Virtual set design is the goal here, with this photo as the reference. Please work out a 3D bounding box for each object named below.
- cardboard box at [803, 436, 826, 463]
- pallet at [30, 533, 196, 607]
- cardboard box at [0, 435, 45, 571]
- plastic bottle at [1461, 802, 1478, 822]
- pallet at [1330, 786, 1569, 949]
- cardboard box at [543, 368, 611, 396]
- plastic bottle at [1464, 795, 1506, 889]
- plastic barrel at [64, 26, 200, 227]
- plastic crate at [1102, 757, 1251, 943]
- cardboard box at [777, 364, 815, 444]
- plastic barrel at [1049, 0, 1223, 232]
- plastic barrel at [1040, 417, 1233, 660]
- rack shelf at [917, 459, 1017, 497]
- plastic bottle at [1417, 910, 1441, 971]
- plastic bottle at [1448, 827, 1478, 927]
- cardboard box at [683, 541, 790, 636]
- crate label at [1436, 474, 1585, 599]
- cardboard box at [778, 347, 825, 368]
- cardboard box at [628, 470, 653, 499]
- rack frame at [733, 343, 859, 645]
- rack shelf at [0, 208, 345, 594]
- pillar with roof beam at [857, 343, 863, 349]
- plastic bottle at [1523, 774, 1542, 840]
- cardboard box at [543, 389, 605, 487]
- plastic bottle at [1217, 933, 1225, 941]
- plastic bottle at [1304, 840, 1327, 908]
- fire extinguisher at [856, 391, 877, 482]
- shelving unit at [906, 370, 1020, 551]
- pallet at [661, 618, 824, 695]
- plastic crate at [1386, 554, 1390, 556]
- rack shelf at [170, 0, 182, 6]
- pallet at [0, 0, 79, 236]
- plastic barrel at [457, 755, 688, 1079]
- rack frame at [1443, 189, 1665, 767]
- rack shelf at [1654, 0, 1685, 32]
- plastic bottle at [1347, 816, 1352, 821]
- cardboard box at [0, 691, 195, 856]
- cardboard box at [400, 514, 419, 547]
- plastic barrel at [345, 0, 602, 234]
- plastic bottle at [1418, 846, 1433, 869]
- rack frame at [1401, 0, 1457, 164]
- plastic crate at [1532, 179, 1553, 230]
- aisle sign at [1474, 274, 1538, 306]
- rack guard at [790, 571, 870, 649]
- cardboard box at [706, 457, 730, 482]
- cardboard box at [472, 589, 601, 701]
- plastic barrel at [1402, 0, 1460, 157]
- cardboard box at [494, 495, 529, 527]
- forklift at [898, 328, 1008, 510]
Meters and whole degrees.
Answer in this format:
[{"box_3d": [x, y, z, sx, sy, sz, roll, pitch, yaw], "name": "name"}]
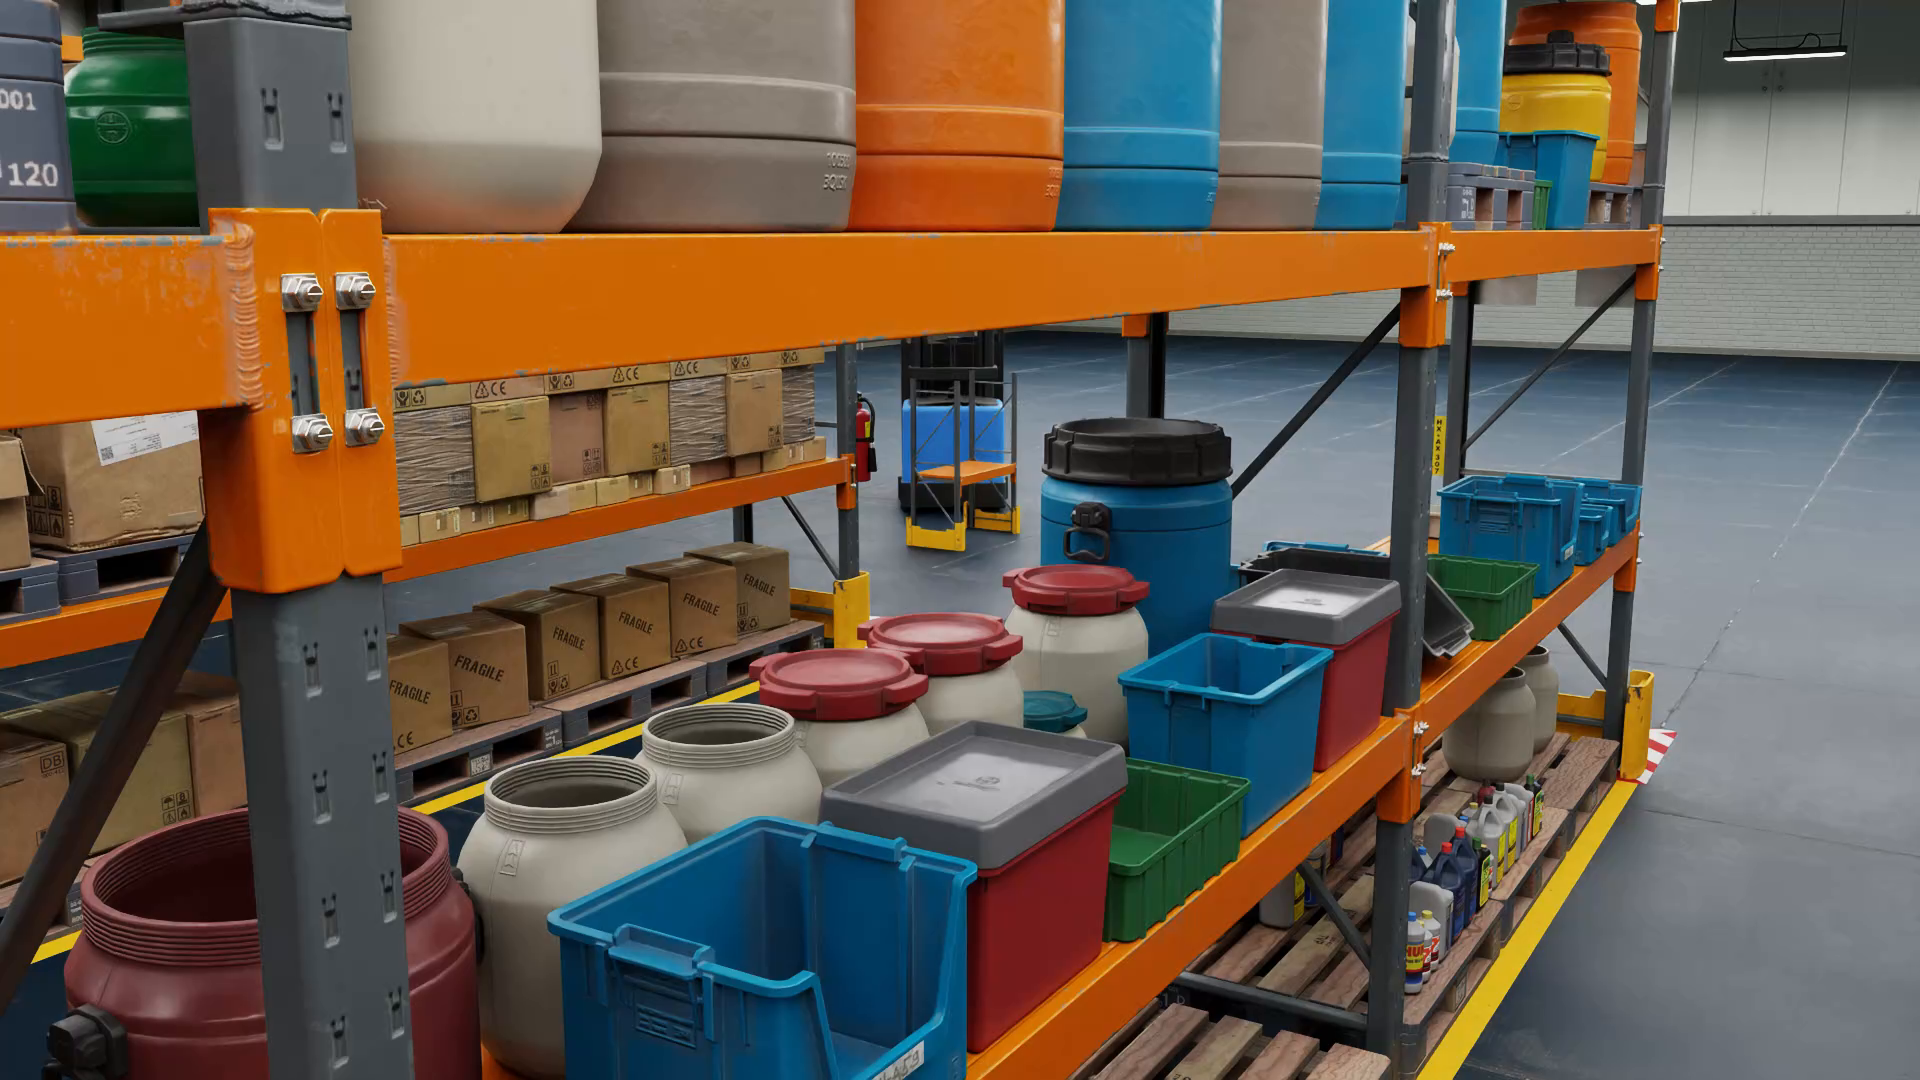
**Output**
[{"box_3d": [-1.115, -0.613, 11.055, 0.380, 0.149, 0.250, 6, 12, 31], "name": "cardboard box"}, {"box_3d": [-3.741, 0.029, 7.466, 1.003, 0.211, 1.213, 6, 12, 31], "name": "pallet"}, {"box_3d": [-4.041, -0.148, 6.465, 0.797, 0.503, 0.637, 8, 13, 36], "name": "cardboard box"}, {"box_3d": [2.168, 1.212, 7.033, 0.097, 0.201, 0.097, 0, 11, 0], "name": "plastic bottle"}, {"box_3d": [2.030, 1.378, 7.317, 1.003, 0.211, 1.213, 6, 12, 31], "name": "pallet"}, {"box_3d": [-2.251, -1.063, 8.977, 0.500, 0.500, 0.500, 6, 12, 31], "name": "cardboard box"}, {"box_3d": [2.106, 1.203, 6.674, 0.144, 0.351, 0.185, 6, 12, 30], "name": "plastic bottle"}, {"box_3d": [-0.979, -0.511, 2.100, 0.294, 0.245, 0.294, 0, 11, 0], "name": "plastic barrel"}, {"box_3d": [0.350, 0.706, 3.901, 0.450, 0.188, 0.662, 6, 12, 31], "name": "plastic crate"}, {"box_3d": [-1.452, -0.912, 10.892, 0.875, 0.500, 0.500, 6, 12, 31], "name": "cardboard box"}, {"box_3d": [0.255, -1.113, 3.530, 0.600, 0.901, 0.708, 6, 12, 31], "name": "plastic barrel"}, {"box_3d": [0.554, 0.087, 5.273, 0.600, 0.901, 0.708, 6, 12, 31], "name": "plastic barrel"}, {"box_3d": [0.044, -0.574, 15.217, 0.538, 0.185, 1.000, 6, 12, 31], "name": "rack shelf"}, {"box_3d": [1.659, 1.420, 5.921, 0.097, 0.201, 0.097, 0, 11, 0], "name": "plastic bottle"}, {"box_3d": [1.885, 1.270, 6.317, 0.144, 0.351, 0.185, 6, 12, 28], "name": "plastic bottle"}, {"box_3d": [-1.482, 0.318, 11.052, 0.500, 0.500, 0.500, 9, 14, 41], "name": "cardboard box"}, {"box_3d": [2.365, -0.030, 7.162, 0.502, 0.435, 0.616, 6, 12, 31], "name": "crate label"}, {"box_3d": [-1.218, -1.378, 10.660, 0.500, 0.500, 0.500, 6, 12, 31], "name": "cardboard box"}, {"box_3d": [-1.993, -0.334, 9.567, 0.380, 0.149, 0.250, 6, 12, 31], "name": "cardboard box"}, {"box_3d": [-1.143, -0.801, 11.377, 1.000, 3.000, 0.127, 6, 12, 31], "name": "rack frame"}, {"box_3d": [-2.102, 0.124, 0.239, 1.077, 0.370, 4.000, 6, 12, 31], "name": "rack shelf"}, {"box_3d": [1.151, -8.510, 36.252, 9.100, 9.000, 0.548, 6, 12, 31], "name": "pillar with roof beam"}, {"box_3d": [2.466, 1.142, 7.185, 0.061, 0.283, 0.133, 7, 13, 32], "name": "plastic bottle"}, {"box_3d": [-2.470, -0.596, 9.200, 0.875, 0.500, 0.500, 6, 12, 31], "name": "cardboard box"}, {"box_3d": [0.935, 1.374, 6.170, 0.097, 0.201, 0.097, 0, 11, 0], "name": "plastic bottle"}, {"box_3d": [1.340, 1.275, 6.494, 0.152, 0.276, 0.135, 6, 12, 31], "name": "plastic bottle"}, {"box_3d": [-0.690, -0.737, 11.245, 0.296, 0.674, 0.183, 6, 12, 31], "name": "fire extinguisher"}, {"box_3d": [0.040, -0.749, 15.176, 0.587, 1.500, 1.083, 6, 12, 31], "name": "shelving unit"}, {"box_3d": [-1.635, 0.706, 10.905, 1.003, 0.211, 1.213, 6, 12, 31], "name": "pallet"}, {"box_3d": [1.640, 0.151, 7.007, 0.530, 0.136, 0.437, 6, 12, 31], "name": "plastic crate"}, {"box_3d": [-4.258, -2.256, 5.887, 1.077, 0.370, 4.000, 6, 12, 31], "name": "rack shelf"}, {"box_3d": [-1.544, -0.340, 1.277, 1.003, 0.211, 1.213, 6, 12, 31], "name": "pallet"}, {"box_3d": [-0.712, 0.693, 3.092, 0.421, 0.512, 0.421, 0, 11, 0], "name": "plastic barrel"}, {"box_3d": [3.090, -0.328, 8.849, 1.000, 3.000, 0.127, 6, 12, 31], "name": "rack frame"}, {"box_3d": [2.051, -2.412, 6.720, 1.077, 0.370, 4.000, 6, 12, 31], "name": "rack shelf"}, {"box_3d": [1.704, 1.106, 7.408, 0.097, 0.271, 0.097, 0, 11, 0], "name": "plastic bottle"}, {"box_3d": [-3.821, 1.008, 7.310, 0.700, 0.500, 0.500, 6, 12, 30], "name": "cardboard box"}, {"box_3d": [-2.851, -0.053, 8.067, 0.380, 0.149, 0.250, 6, 12, 31], "name": "cardboard box"}, {"box_3d": [-0.640, -0.619, 1.947, 0.421, 0.512, 0.421, 0, 11, 0], "name": "plastic barrel"}, {"box_3d": [1.759, 1.304, 6.349, 0.097, 0.271, 0.097, 0, 11, 0], "name": "plastic bottle"}, {"box_3d": [1.013, -2.647, 4.937, 1.000, 3.000, 0.127, 6, 12, 31], "name": "rack frame"}, {"box_3d": [2.065, -1.291, 6.419, 0.336, 0.188, 0.450, 6, 12, 31], "name": "plastic crate"}, {"box_3d": [2.877, -1.645, 8.820, 0.394, 0.787, 0.004, 6, 12, 31], "name": "aisle sign"}, {"box_3d": [-1.183, 0.440, 11.543, 1.175, 0.500, 0.348, 6, 12, 31], "name": "rack guard"}, {"box_3d": [-1.639, -0.456, 10.218, 0.380, 0.149, 0.250, 6, 12, 31], "name": "cardboard box"}, {"box_3d": [-2.432, 0.595, 9.570, 0.500, 0.500, 0.500, 5, 12, 26], "name": "cardboard box"}, {"box_3d": [1.405, -1.483, 5.426, 0.421, 0.512, 0.421, 0, 11, 0], "name": "plastic barrel"}, {"box_3d": [-2.483, -0.174, 8.709, 0.380, 0.149, 0.250, 6, 12, 31], "name": "cardboard box"}, {"box_3d": [-0.085, -1.975, 17.835, 1.130, 2.935, 3.031, 0, 11, -1], "name": "forklift"}]
